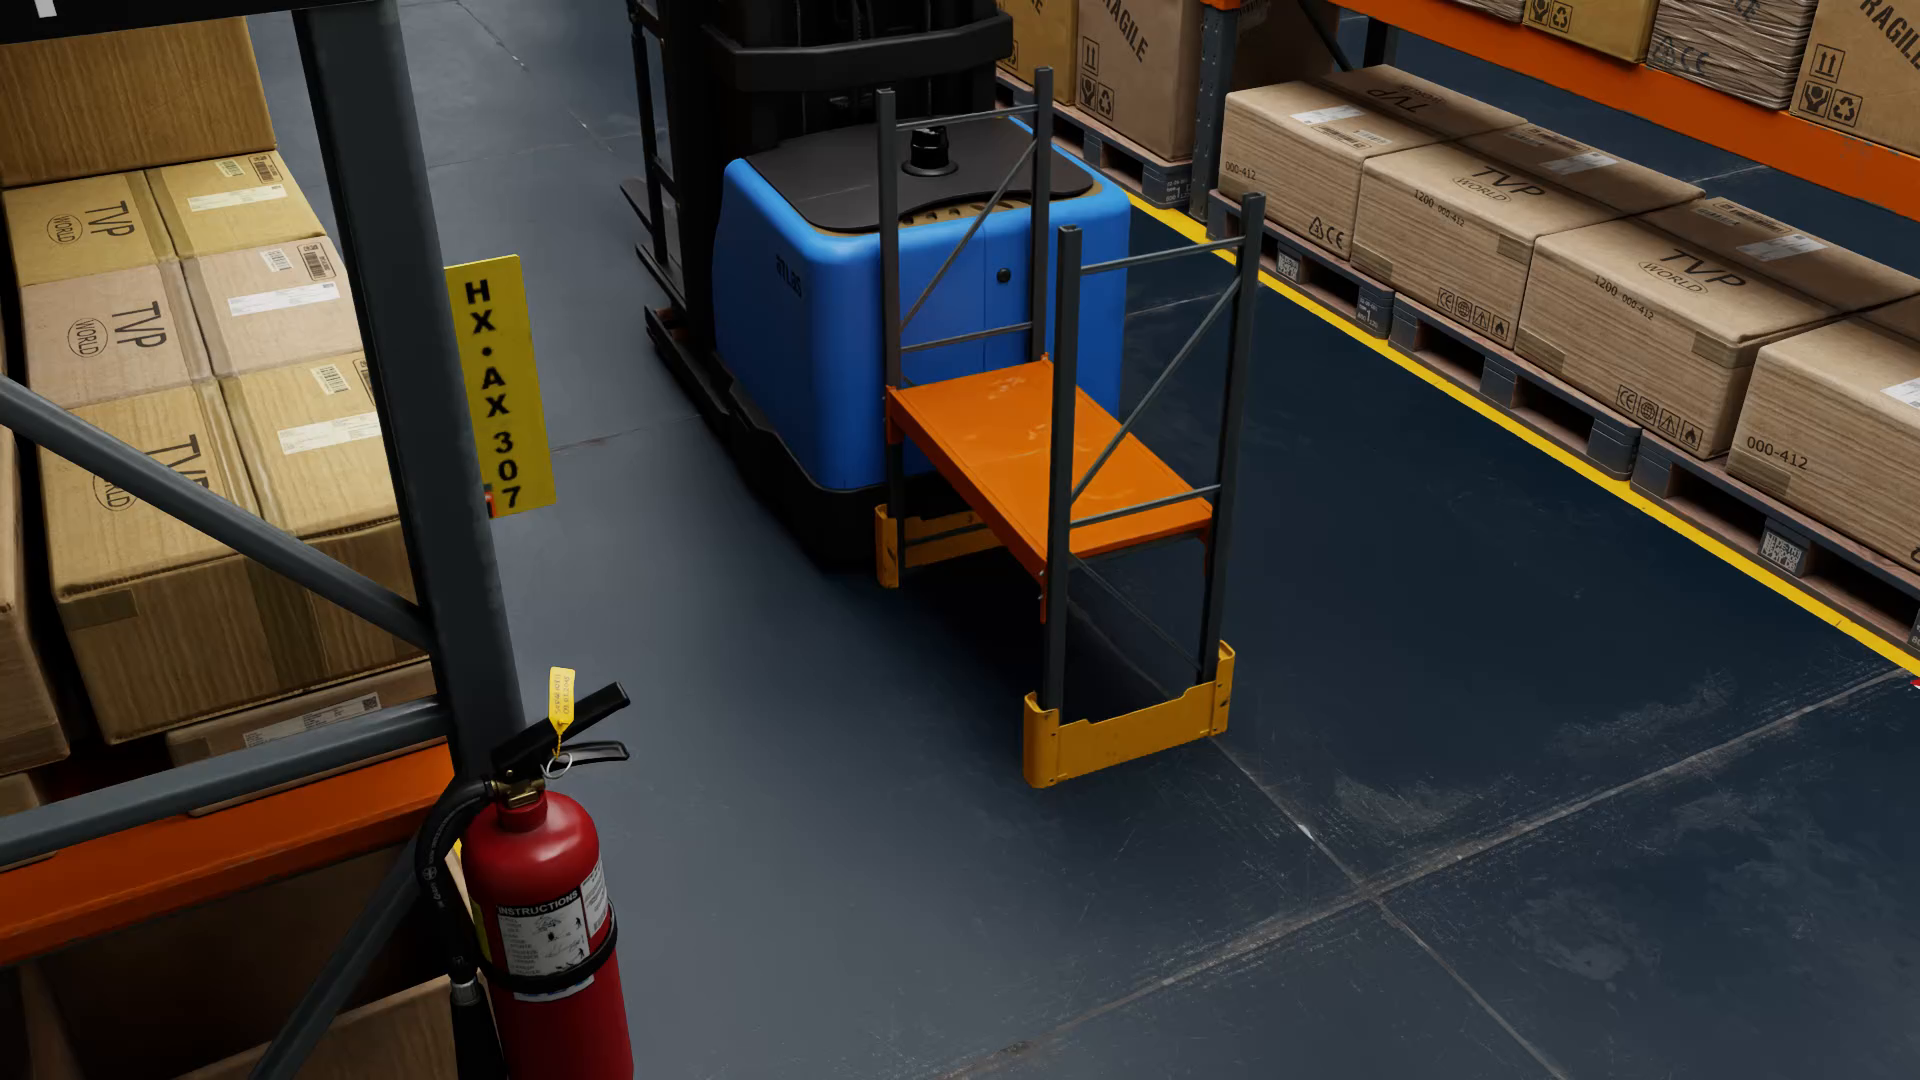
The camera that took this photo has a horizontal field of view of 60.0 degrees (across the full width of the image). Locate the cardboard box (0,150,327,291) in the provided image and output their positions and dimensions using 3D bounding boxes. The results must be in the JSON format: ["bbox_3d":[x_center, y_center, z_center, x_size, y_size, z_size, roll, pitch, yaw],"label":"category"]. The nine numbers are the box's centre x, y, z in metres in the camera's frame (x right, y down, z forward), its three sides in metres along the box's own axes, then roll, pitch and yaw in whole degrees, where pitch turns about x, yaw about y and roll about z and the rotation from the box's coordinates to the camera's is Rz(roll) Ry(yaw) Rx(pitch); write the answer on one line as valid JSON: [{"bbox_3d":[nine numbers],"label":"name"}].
[{"bbox_3d":[-1.467,-0.498,3.110,0.500,0.250,0.500,-17,36,-24],"label":"cardboard box"}]

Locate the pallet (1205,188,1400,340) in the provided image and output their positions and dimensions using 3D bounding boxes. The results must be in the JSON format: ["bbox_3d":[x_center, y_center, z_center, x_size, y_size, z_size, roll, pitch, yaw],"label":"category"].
[{"bbox_3d":[1.791,-1.272,7.040,1.003,0.211,1.213,-16,36,-23],"label":"pallet"}]

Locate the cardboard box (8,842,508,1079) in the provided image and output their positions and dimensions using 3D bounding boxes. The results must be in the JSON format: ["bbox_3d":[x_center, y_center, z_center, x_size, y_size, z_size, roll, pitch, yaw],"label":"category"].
[{"bbox_3d":[-1.221,0.889,3.007,0.797,0.503,0.637,-17,37,-25],"label":"cardboard box"}]

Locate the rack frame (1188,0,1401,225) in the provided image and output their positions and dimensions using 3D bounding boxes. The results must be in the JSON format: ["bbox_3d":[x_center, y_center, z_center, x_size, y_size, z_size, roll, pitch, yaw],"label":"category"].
[{"bbox_3d":[1.505,-2.829,6.885,1.000,3.000,0.127,-16,36,-23],"label":"rack frame"}]

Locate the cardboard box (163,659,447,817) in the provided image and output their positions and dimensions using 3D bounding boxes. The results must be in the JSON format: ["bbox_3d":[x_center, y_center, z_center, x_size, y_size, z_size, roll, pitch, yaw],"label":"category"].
[{"bbox_3d":[-0.930,0.210,2.374,0.380,0.149,0.250,-16,36,-23],"label":"cardboard box"}]

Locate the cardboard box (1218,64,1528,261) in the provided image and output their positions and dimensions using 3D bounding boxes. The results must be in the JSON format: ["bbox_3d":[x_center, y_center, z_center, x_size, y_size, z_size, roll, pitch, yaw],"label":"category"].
[{"bbox_3d":[1.703,-1.600,6.953,0.875,0.438,0.875,-16,36,-24],"label":"cardboard box"}]

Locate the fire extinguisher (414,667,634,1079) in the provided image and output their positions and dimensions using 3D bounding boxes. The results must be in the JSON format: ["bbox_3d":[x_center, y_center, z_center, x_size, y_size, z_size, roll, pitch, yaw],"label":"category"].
[{"bbox_3d":[-0.542,0.474,2.147,0.296,0.674,0.183,-16,36,-23],"label":"fire extinguisher"}]

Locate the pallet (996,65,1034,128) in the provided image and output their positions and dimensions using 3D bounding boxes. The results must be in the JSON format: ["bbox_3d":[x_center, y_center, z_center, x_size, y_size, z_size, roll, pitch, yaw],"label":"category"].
[{"bbox_3d":[0.506,-2.587,9.092,1.003,0.211,1.213,-16,36,-23],"label":"pallet"}]

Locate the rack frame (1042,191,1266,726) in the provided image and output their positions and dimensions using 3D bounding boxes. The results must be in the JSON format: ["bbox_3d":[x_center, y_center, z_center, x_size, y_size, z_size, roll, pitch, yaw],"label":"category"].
[{"bbox_3d":[0.439,-0.076,3.978,0.500,1.500,0.032,-14,35,-20],"label":"rack frame"}]

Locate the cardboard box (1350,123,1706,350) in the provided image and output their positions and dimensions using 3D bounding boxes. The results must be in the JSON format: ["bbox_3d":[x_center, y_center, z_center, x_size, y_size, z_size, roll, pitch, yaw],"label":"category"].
[{"bbox_3d":[2.121,-1.173,6.287,0.875,0.438,0.875,-17,36,-24],"label":"cardboard box"}]

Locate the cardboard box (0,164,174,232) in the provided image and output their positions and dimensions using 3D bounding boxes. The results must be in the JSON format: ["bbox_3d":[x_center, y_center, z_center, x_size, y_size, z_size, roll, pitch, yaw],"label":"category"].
[{"bbox_3d":[-1.724,-0.737,3.482,0.500,0.250,0.500,-17,36,-24],"label":"cardboard box"}]

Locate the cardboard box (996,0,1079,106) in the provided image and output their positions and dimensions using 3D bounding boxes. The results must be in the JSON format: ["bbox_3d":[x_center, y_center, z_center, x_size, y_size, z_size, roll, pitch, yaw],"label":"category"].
[{"bbox_3d":[0.717,-2.816,8.445,0.875,0.875,0.875,-15,36,-22],"label":"cardboard box"}]

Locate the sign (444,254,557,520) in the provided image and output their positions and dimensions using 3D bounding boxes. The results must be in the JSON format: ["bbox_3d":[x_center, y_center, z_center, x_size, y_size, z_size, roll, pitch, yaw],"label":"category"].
[{"bbox_3d":[-0.539,-0.171,1.934,0.100,0.325,0.005,-16,36,-23],"label":"sign"}]

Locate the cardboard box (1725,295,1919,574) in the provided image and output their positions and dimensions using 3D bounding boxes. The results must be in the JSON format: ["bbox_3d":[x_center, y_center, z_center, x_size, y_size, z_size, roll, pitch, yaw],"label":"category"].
[{"bbox_3d":[2.974,-0.308,4.936,0.875,0.438,0.875,-17,36,-25],"label":"cardboard box"}]

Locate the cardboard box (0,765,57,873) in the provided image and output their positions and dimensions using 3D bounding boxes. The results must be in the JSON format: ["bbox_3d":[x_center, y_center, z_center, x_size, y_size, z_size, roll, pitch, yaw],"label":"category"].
[{"bbox_3d":[-1.411,0.345,2.163,0.380,0.149,0.250,-16,36,-24],"label":"cardboard box"}]

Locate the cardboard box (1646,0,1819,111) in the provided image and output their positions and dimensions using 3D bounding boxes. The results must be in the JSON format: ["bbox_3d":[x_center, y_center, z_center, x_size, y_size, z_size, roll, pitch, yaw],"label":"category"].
[{"bbox_3d":[2.442,-1.612,4.893,0.500,0.500,0.500,-15,36,-22],"label":"cardboard box"}]

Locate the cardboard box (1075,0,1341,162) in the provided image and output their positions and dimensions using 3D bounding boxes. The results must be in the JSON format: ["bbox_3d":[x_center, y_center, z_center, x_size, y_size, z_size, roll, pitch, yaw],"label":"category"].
[{"bbox_3d":[1.145,-2.387,7.775,0.875,0.875,0.875,-15,35,-22],"label":"cardboard box"}]

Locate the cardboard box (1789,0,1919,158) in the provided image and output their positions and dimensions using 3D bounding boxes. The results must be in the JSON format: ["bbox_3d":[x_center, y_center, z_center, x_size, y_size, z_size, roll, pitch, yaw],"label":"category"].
[{"bbox_3d":[2.690,-1.369,4.514,0.500,0.500,0.500,-17,36,-24],"label":"cardboard box"}]

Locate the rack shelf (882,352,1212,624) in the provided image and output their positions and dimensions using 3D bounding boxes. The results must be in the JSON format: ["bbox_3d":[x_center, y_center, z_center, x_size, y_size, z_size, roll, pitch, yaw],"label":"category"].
[{"bbox_3d":[0.228,-0.174,4.464,0.538,0.185,1.000,-14,35,-20],"label":"rack shelf"}]

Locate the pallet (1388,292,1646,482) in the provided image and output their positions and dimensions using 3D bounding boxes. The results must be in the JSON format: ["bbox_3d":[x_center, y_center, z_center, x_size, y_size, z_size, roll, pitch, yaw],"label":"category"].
[{"bbox_3d":[2.363,-0.689,6.130,1.003,0.211,1.213,-16,36,-23],"label":"pallet"}]

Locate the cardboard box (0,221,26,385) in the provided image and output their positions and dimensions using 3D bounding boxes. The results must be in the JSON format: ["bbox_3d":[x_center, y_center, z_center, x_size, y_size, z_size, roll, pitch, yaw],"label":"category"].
[{"bbox_3d":[-1.935,-0.369,2.908,0.500,0.250,0.500,-15,35,-22],"label":"cardboard box"}]

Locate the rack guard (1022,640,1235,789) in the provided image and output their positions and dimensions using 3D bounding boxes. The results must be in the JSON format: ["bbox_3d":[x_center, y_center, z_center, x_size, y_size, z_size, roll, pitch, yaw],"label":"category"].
[{"bbox_3d":[0.439,0.450,4.316,0.587,0.250,0.087,-14,35,-20],"label":"rack guard"}]

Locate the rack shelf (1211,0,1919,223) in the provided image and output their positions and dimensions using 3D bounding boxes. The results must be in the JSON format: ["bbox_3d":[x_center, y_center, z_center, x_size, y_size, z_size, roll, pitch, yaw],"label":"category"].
[{"bbox_3d":[2.438,-1.572,5.589,1.077,0.370,4.000,-16,36,-23],"label":"rack shelf"}]

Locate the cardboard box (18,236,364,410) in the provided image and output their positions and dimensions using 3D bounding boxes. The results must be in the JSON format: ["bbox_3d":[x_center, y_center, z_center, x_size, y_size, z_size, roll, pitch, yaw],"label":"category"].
[{"bbox_3d":[-1.228,-0.257,2.733,0.500,0.250,0.500,-15,36,-23],"label":"cardboard box"}]

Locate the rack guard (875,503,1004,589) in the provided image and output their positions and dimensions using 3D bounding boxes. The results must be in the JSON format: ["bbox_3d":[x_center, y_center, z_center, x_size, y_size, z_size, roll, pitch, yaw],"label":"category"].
[{"bbox_3d":[0.025,-0.039,5.079,0.587,0.250,0.087,-14,35,-20],"label":"rack guard"}]

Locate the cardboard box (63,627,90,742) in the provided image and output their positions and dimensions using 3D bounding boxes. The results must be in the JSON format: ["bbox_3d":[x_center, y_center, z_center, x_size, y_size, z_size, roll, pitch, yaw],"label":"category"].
[{"bbox_3d":[-1.475,0.209,2.377,0.380,0.149,0.250,-15,35,-22],"label":"cardboard box"}]

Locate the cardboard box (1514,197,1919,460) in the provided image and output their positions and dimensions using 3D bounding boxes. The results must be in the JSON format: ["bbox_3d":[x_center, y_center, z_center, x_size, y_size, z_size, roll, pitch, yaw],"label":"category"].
[{"bbox_3d":[2.540,-0.743,5.614,0.875,0.438,0.875,-15,36,-22],"label":"cardboard box"}]

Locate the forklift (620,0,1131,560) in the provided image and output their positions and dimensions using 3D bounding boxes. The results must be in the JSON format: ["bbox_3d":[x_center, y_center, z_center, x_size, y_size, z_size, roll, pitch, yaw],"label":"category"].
[{"bbox_3d":[-0.553,-1.953,5.582,1.130,2.935,3.031,-14,35,-20],"label":"forklift"}]

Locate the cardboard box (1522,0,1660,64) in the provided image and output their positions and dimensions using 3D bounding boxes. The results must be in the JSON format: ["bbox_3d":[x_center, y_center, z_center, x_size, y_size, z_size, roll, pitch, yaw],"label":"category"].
[{"bbox_3d":[2.190,-1.855,5.273,0.500,0.500,0.500,-15,35,-22],"label":"cardboard box"}]

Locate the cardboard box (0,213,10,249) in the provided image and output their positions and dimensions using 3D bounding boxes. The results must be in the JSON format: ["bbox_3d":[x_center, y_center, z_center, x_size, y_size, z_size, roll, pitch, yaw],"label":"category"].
[{"bbox_3d":[-2.178,-0.618,3.298,0.500,0.250,0.500,-16,36,-23],"label":"cardboard box"}]

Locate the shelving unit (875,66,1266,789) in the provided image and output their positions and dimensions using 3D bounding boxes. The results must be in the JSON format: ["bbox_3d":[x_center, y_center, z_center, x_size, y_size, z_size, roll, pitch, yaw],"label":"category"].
[{"bbox_3d":[0.232,-0.321,4.360,0.587,1.500,1.083,-14,35,-20],"label":"shelving unit"}]

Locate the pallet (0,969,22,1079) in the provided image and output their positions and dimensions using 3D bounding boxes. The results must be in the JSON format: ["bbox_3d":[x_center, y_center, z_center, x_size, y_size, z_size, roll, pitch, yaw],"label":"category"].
[{"bbox_3d":[-1.427,1.088,3.356,1.003,0.211,1.213,-16,36,-23],"label":"pallet"}]

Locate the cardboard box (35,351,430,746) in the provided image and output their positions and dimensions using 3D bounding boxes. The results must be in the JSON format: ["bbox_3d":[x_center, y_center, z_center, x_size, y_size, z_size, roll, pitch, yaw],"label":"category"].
[{"bbox_3d":[-0.992,-0.016,2.358,0.500,0.250,0.500,-16,36,-23],"label":"cardboard box"}]

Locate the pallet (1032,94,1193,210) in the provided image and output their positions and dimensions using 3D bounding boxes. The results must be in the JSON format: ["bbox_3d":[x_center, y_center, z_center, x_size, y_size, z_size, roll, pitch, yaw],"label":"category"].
[{"bbox_3d":[1.079,-2.004,8.183,1.003,0.211,1.213,-16,36,-23],"label":"pallet"}]

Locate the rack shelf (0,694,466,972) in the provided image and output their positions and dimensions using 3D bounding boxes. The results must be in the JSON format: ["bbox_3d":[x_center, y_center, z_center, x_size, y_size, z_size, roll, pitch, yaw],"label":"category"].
[{"bbox_3d":[-1.952,-0.321,3.638,1.077,0.370,4.000,-16,36,-23],"label":"rack shelf"}]

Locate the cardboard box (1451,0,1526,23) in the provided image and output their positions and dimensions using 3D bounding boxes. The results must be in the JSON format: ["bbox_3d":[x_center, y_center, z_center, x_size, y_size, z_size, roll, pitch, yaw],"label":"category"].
[{"bbox_3d":[1.950,-2.101,5.656,0.500,0.500,0.500,-16,36,-23],"label":"cardboard box"}]

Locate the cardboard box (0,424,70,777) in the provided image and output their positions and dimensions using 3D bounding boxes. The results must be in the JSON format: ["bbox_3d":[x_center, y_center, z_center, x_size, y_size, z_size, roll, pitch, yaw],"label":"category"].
[{"bbox_3d":[-1.468,0.115,2.153,0.500,0.250,0.500,-15,36,-22],"label":"cardboard box"}]

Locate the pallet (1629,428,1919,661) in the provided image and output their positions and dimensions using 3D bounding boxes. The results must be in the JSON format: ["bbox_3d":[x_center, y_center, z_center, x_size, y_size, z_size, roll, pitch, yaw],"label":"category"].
[{"bbox_3d":[2.928,-0.108,5.223,1.003,0.211,1.213,-16,36,-23],"label":"pallet"}]

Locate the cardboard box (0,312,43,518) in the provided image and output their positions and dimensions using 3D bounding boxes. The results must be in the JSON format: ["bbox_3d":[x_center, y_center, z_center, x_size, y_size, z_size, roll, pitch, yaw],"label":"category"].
[{"bbox_3d":[-1.708,-0.131,2.537,0.500,0.250,0.500,-16,36,-23],"label":"cardboard box"}]

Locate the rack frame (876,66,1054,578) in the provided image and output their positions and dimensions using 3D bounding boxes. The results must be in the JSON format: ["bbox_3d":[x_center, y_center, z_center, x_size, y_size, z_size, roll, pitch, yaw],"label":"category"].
[{"bbox_3d":[0.017,-0.575,4.757,0.500,1.500,0.032,-14,35,-20],"label":"rack frame"}]

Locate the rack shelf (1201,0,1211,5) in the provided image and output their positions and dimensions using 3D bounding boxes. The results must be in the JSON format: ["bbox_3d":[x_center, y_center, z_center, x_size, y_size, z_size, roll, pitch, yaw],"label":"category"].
[{"bbox_3d":[0.573,-3.481,8.569,1.077,0.370,4.000,-16,36,-23],"label":"rack shelf"}]

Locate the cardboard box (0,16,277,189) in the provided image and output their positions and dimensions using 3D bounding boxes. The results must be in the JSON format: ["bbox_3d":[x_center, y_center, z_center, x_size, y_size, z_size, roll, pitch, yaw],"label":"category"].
[{"bbox_3d":[-1.692,-1.048,3.273,0.500,0.500,0.500,-15,36,-22],"label":"cardboard box"}]
